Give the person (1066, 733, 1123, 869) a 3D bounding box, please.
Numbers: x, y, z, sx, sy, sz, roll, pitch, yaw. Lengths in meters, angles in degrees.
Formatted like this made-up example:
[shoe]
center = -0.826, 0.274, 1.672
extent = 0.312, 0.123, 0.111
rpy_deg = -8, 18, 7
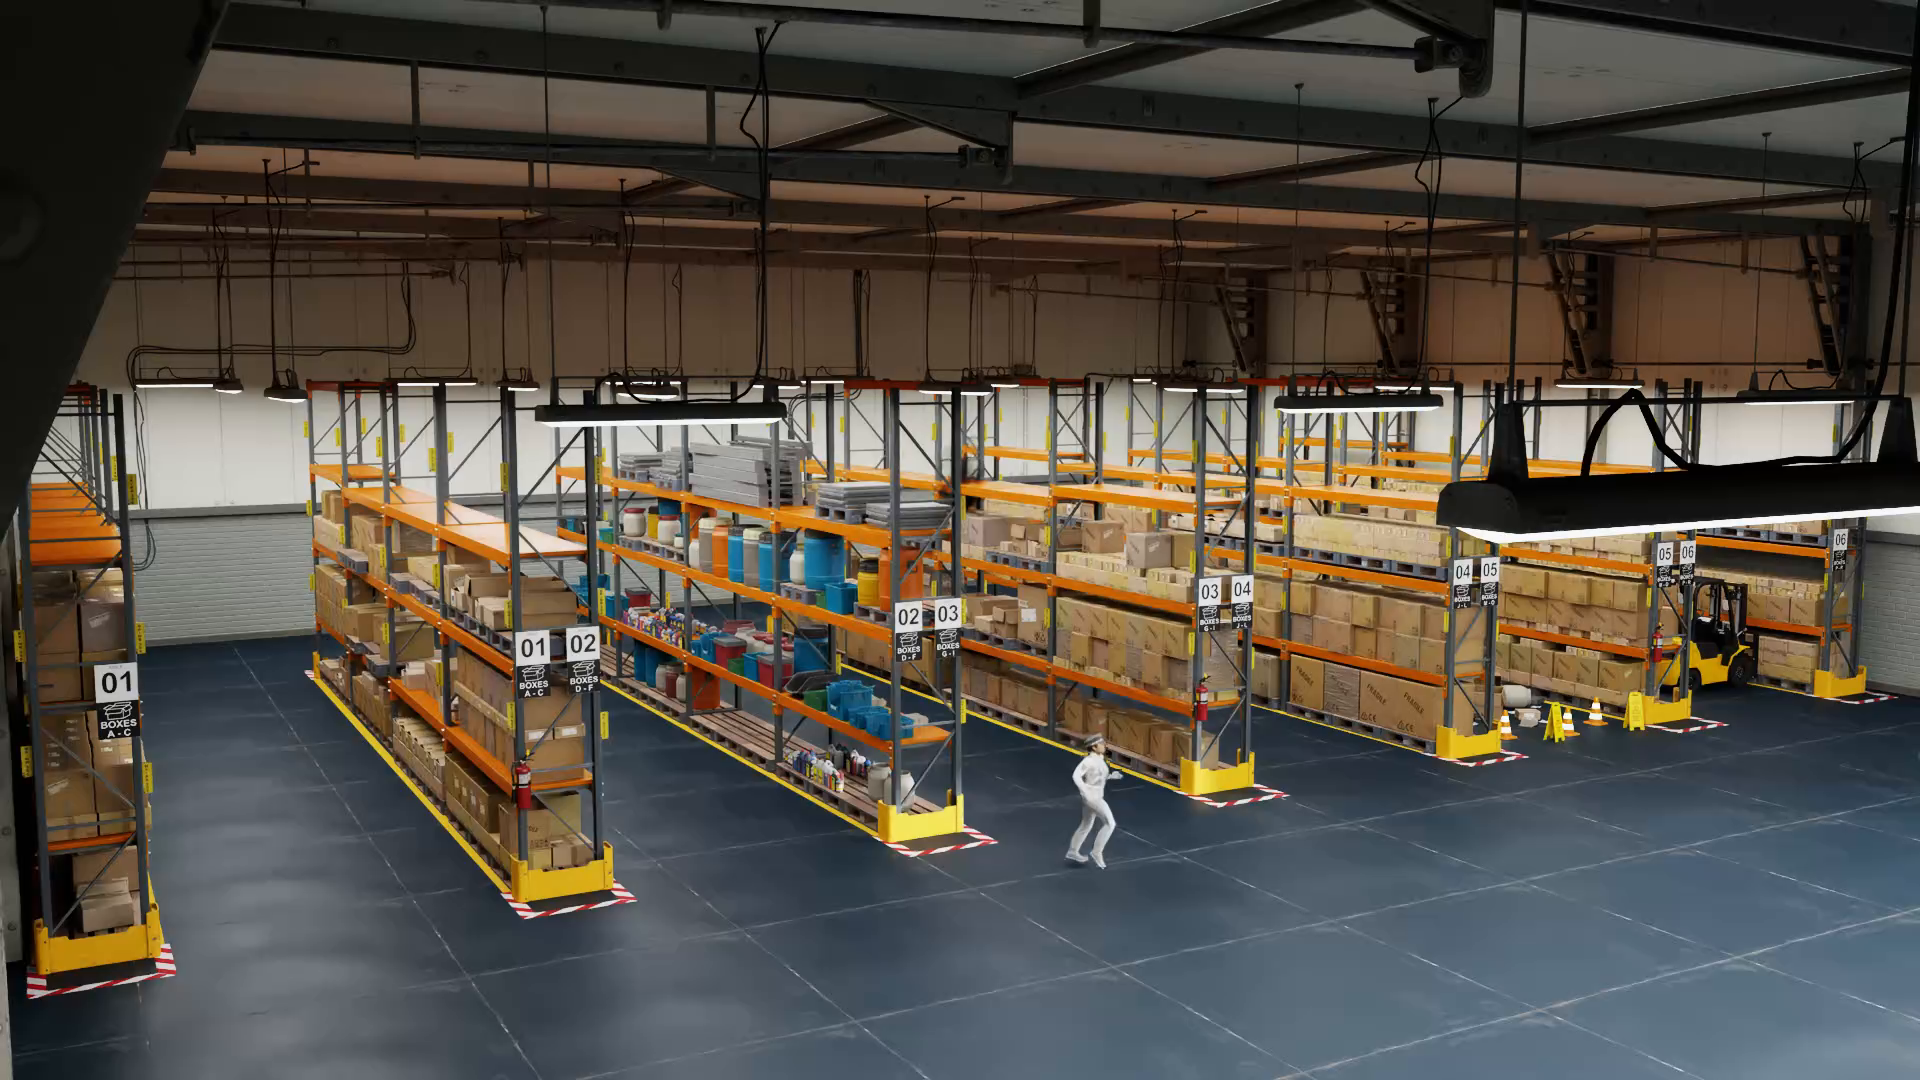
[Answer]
[person]
center = 1.700, 3.279, 20.981
extent = 0.697, 1.740, 0.566
rpy_deg = 1, 6, 6
